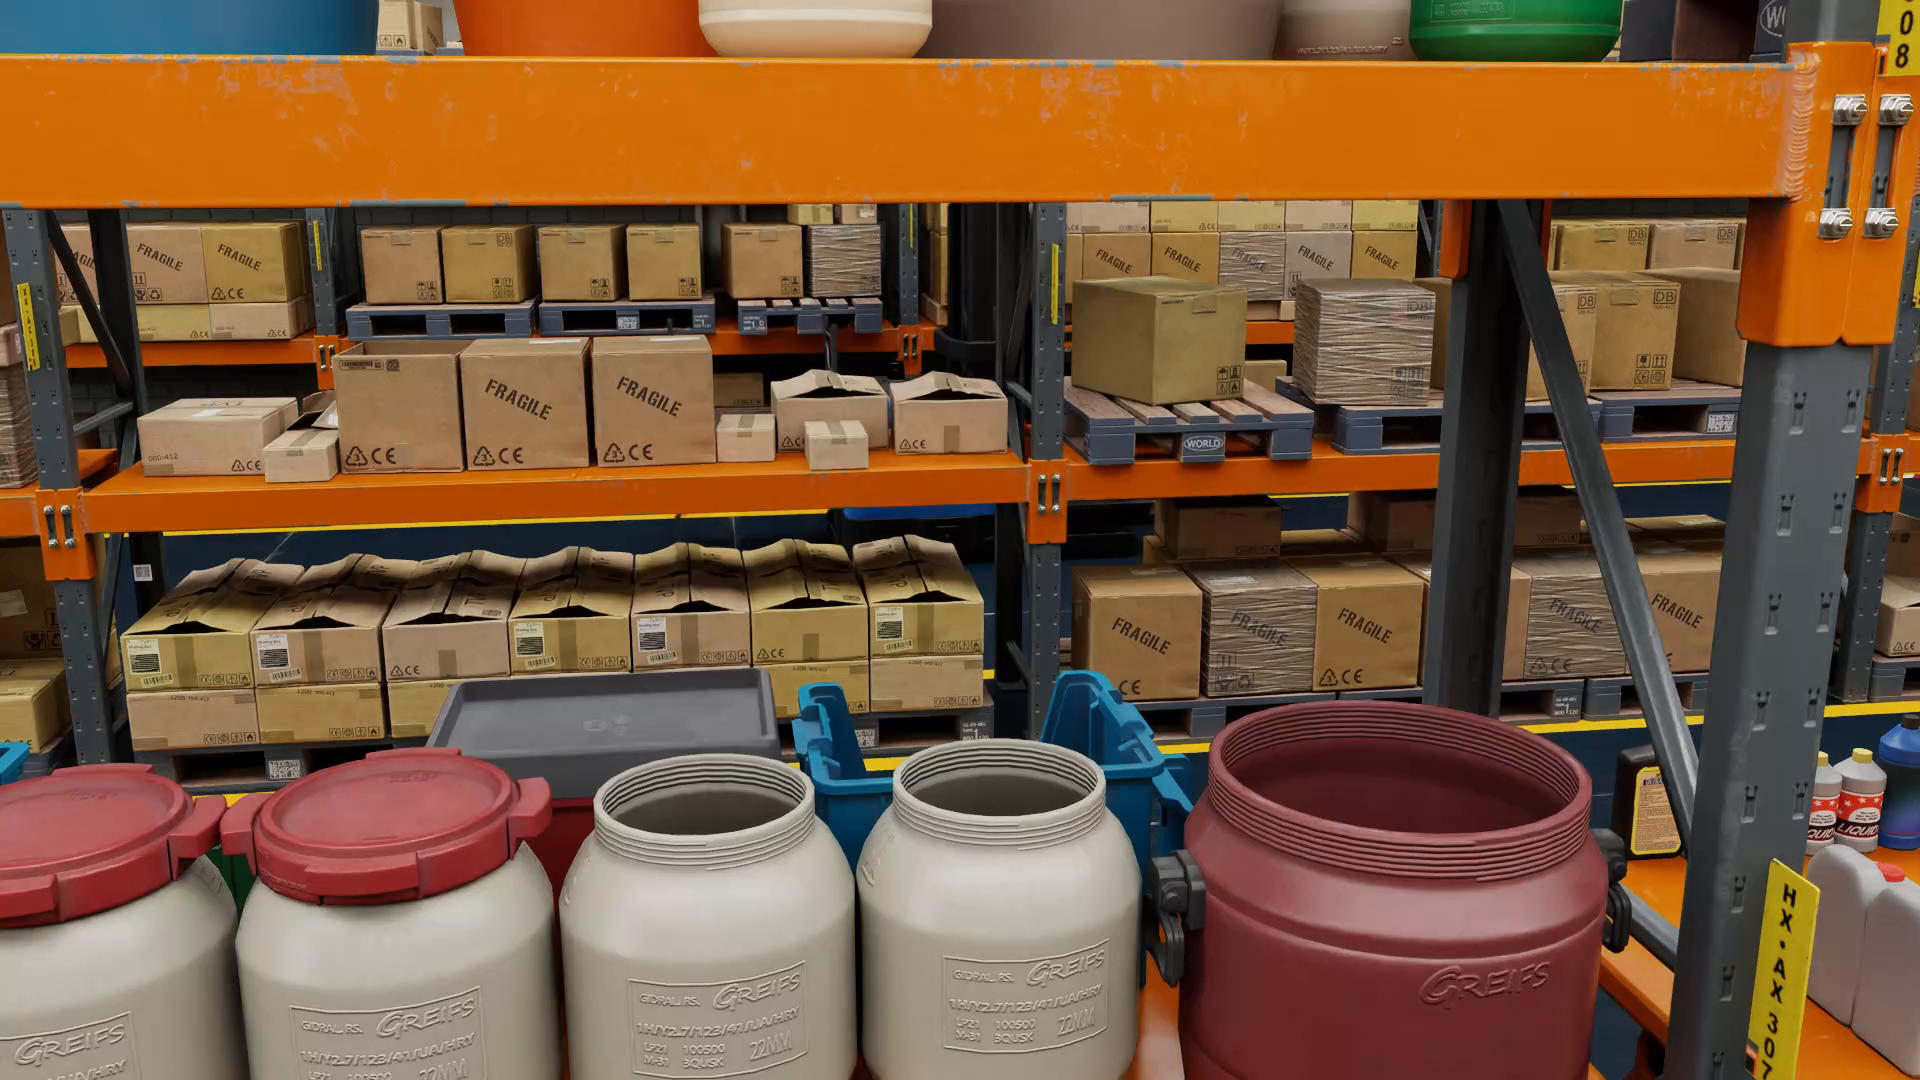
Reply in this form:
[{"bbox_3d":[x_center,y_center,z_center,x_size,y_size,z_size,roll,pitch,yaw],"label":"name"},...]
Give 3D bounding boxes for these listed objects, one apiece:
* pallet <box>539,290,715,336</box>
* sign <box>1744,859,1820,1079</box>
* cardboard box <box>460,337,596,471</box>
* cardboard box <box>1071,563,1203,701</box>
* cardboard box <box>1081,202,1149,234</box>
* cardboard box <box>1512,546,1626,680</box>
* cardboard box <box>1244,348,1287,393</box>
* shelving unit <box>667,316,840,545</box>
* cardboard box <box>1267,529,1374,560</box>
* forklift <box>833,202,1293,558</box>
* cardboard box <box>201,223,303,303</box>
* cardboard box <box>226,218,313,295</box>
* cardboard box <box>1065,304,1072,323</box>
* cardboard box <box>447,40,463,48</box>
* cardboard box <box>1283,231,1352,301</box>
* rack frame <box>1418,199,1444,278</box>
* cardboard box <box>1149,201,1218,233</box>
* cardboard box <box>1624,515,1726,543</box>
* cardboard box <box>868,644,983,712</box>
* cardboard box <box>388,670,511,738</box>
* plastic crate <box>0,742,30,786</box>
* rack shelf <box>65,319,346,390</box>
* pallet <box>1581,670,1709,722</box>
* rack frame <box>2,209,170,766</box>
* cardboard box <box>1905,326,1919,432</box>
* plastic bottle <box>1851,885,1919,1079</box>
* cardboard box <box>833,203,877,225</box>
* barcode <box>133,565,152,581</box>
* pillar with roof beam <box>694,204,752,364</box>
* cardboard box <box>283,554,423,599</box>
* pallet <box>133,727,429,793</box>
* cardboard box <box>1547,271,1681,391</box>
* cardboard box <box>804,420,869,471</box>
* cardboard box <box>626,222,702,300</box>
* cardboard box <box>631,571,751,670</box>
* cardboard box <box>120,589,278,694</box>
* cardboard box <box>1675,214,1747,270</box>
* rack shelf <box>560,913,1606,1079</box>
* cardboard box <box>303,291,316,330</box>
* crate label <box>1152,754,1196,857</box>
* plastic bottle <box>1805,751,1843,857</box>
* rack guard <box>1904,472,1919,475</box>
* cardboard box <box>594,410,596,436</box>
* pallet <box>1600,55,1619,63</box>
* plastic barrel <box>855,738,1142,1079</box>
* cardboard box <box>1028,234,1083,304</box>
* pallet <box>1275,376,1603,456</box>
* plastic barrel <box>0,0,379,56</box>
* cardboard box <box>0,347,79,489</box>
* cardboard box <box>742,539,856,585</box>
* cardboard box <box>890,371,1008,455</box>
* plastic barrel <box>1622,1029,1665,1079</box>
[{"bbox_3d":[-2.385,-1.652,12.038,1.213,0.211,1.003,-2,14,-8],"label":"pallet"},{"bbox_3d":[1.131,0.609,2.291,0.005,0.325,0.100,-2,14,-8],"label":"sign"},{"bbox_3d":[-1.870,-0.600,7.243,0.500,0.500,0.500,-2,14,-8],"label":"cardboard box"},{"bbox_3d":[0.800,0.416,7.631,0.500,0.500,0.500,-1,14,-6],"label":"cardboard box"},{"bbox_3d":[1.078,-2.386,12.170,0.500,0.250,0.500,-2,14,-8],"label":"cardboard box"},{"bbox_3d":[2.832,0.340,7.936,0.500,0.500,0.500,-2,14,-8],"label":"cardboard box"},{"bbox_3d":[2.019,-1.045,12.778,0.750,0.750,0.750,-2,14,-7],"label":"cardboard box"},{"bbox_3d":[-1.339,-0.668,10.802,1.048,1.500,0.538,-3,14,-10],"label":"shelving unit"},{"bbox_3d":[1.709,0.255,8.274,0.500,0.500,0.500,-3,14,-10],"label":"cardboard box"},{"bbox_3d":[0.684,-1.430,10.897,3.031,2.935,1.130,-3,14,-10],"label":"forklift"},{"bbox_3d":[-4.811,-1.891,11.321,0.500,0.500,0.500,-2,14,-8],"label":"cardboard box"},{"bbox_3d":[-4.885,-2.016,11.819,0.500,0.500,0.500,-2,14,-10],"label":"cardboard box"},{"bbox_3d":[0.682,-1.706,12.333,0.250,0.149,0.380,-2,14,-9],"label":"cardboard box"},{"bbox_3d":[-3.228,-3.320,11.448,0.500,0.311,0.500,-2,14,-7],"label":"cardboard box"},{"bbox_3d":[2.599,-2.076,12.475,0.500,0.500,0.500,-2,14,-8],"label":"cardboard box"},{"bbox_3d":[3.521,-1.972,12.918,0.127,3.000,1.000,-2,14,-8],"label":"rack frame"},{"bbox_3d":[1.582,-2.406,12.250,0.500,0.250,0.500,-2,14,-9],"label":"cardboard box"},{"bbox_3d":[3.748,0.178,8.581,0.500,0.500,0.500,-3,14,-11],"label":"cardboard box"},{"bbox_3d":[-0.176,0.572,7.562,0.500,0.250,0.500,-2,14,-7],"label":"cardboard box"},{"bbox_3d":[-2.195,0.647,7.265,0.500,0.250,0.500,-3,14,-10],"label":"cardboard box"},{"bbox_3d":[-1.869,0.594,2.719,0.575,0.384,0.392,-2,14,-8],"label":"plastic crate"},{"bbox_3d":[-6.367,-1.260,11.560,4.000,0.370,1.077,-2,14,-8],"label":"rack shelf"},{"bbox_3d":[3.464,0.611,8.352,1.213,0.211,1.003,-2,14,-8],"label":"pallet"},{"bbox_3d":[-3.648,-0.490,7.011,0.127,3.000,1.000,-2,14,-8],"label":"rack frame"},{"bbox_3d":[4.808,-0.782,7.967,0.500,0.500,0.500,-2,14,-7],"label":"cardboard box"},{"bbox_3d":[1.518,0.678,2.605,0.135,0.276,0.152,-2,14,-8],"label":"plastic bottle"},{"bbox_3d":[-0.771,-2.384,12.116,0.250,0.149,0.380,-4,15,-16],"label":"cardboard box"},{"bbox_3d":[-3.333,0.134,6.782,0.075,0.075,0.001,-2,14,-8],"label":"barcode"},{"bbox_3d":[-1.207,-3.862,8.123,0.400,9.000,9.100,-2,14,-8],"label":"pillar with roof beam"},{"bbox_3d":[-2.776,0.264,7.641,0.500,0.311,0.500,-2,14,-7],"label":"cardboard box"},{"bbox_3d":[-2.925,0.826,7.494,1.213,0.211,1.003,-2,14,-8],"label":"pallet"},{"bbox_3d":[3.091,-1.029,8.090,0.500,0.500,0.700,0,14,1],"label":"cardboard box"},{"bbox_3d":[-0.541,-0.414,7.225,0.250,0.149,0.380,-2,14,-8],"label":"cardboard box"},{"bbox_3d":[-2.126,-2.019,11.995,0.500,0.500,0.700,-2,14,-8],"label":"cardboard box"},{"bbox_3d":[-1.186,0.339,7.341,0.500,0.311,0.500,-2,14,-9],"label":"cardboard box"},{"bbox_3d":[-3.202,0.413,7.047,0.500,0.311,0.500,-2,14,-8],"label":"cardboard box"},{"bbox_3d":[6.256,-2.212,13.260,0.700,0.700,0.980,-2,14,-9],"label":"cardboard box"},{"bbox_3d":[-0.936,0.978,2.636,4.000,0.370,1.077,-2,14,-8],"label":"rack shelf"},{"bbox_3d":[-4.886,-1.653,11.915,0.500,0.250,0.500,-2,14,-8],"label":"cardboard box"},{"bbox_3d":[0.569,0.563,3.156,0.416,0.233,0.303,-2,14,-8],"label":"crate label"},{"bbox_3d":[1.723,0.527,3.362,0.097,0.201,0.097,0,14,0],"label":"plastic bottle"},{"bbox_3d":[7.500,-0.905,13.803,0.348,0.500,1.175,-2,14,-8],"label":"rack guard"},{"bbox_3d":[-2.650,-0.753,12.292,0.500,0.500,0.700,-2,14,-8],"label":"cardboard box"},{"bbox_3d":[2.583,-2.099,7.645,1.003,0.211,1.213,-2,14,-8],"label":"pallet"},{"bbox_3d":[0.056,0.591,2.470,0.421,0.512,0.421,0,14,0],"label":"plastic barrel"},{"bbox_3d":[0.604,-2.002,12.180,0.500,0.500,0.500,-2,14,-6],"label":"cardboard box"},{"bbox_3d":[2.230,-0.614,7.898,1.213,0.211,1.003,-2,14,-8],"label":"pallet"},{"bbox_3d":[-1.149,-1.115,2.304,0.708,0.901,0.600,-2,14,-8],"label":"plastic barrel"},{"bbox_3d":[-4.086,-0.521,6.929,0.500,0.500,0.700,-2,14,-10],"label":"cardboard box"},{"bbox_3d":[-0.772,0.192,7.926,0.500,0.311,0.500,-2,14,-10],"label":"cardboard box"},{"bbox_3d":[-0.059,-0.589,7.589,0.500,0.311,0.500,-1,14,-5],"label":"cardboard box"},{"bbox_3d":[1.523,1.383,3.137,0.708,0.830,0.600,-2,14,-8],"label":"plastic barrel"}]
